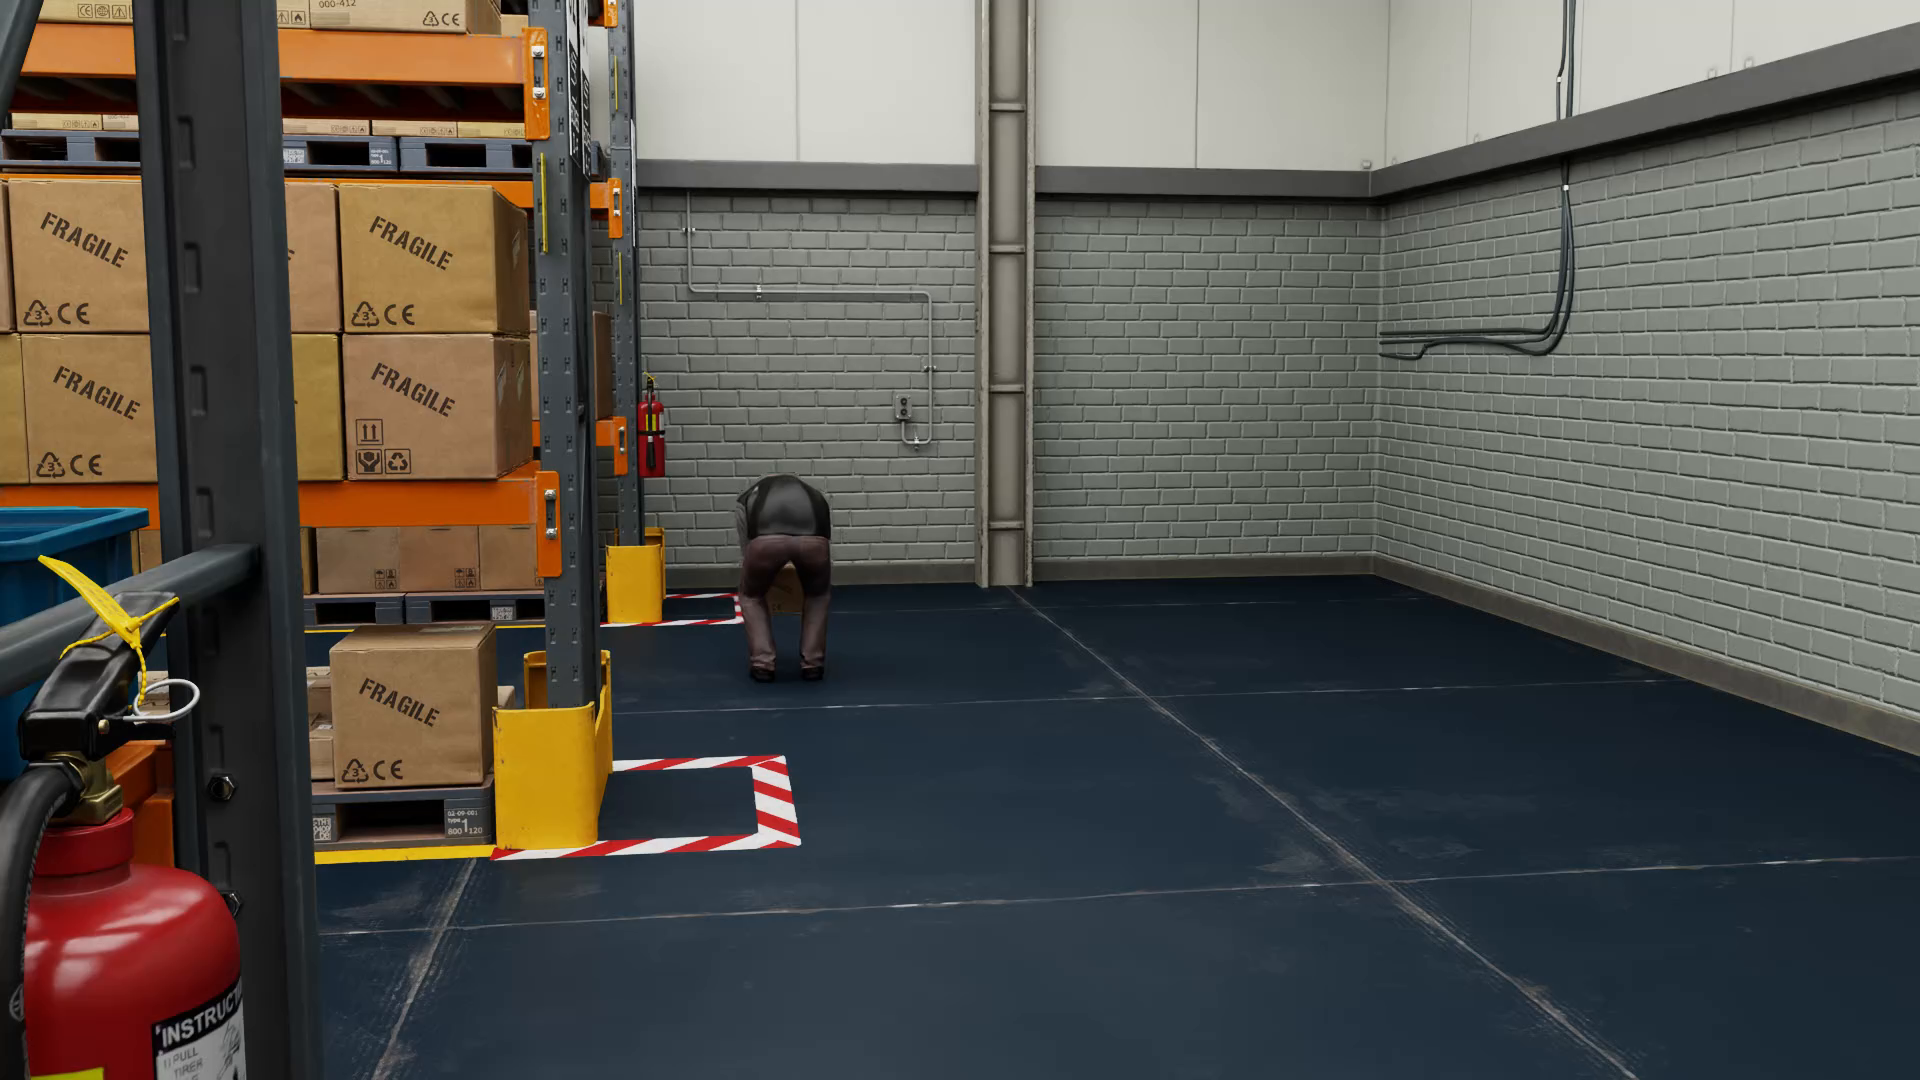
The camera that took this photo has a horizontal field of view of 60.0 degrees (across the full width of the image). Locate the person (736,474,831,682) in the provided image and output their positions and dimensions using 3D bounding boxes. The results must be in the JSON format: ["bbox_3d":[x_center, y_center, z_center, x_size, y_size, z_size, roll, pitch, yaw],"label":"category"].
[{"bbox_3d":[-0.965,0.184,9.063,0.502,1.078,0.949,-1,7,-12],"label":"person"}]
